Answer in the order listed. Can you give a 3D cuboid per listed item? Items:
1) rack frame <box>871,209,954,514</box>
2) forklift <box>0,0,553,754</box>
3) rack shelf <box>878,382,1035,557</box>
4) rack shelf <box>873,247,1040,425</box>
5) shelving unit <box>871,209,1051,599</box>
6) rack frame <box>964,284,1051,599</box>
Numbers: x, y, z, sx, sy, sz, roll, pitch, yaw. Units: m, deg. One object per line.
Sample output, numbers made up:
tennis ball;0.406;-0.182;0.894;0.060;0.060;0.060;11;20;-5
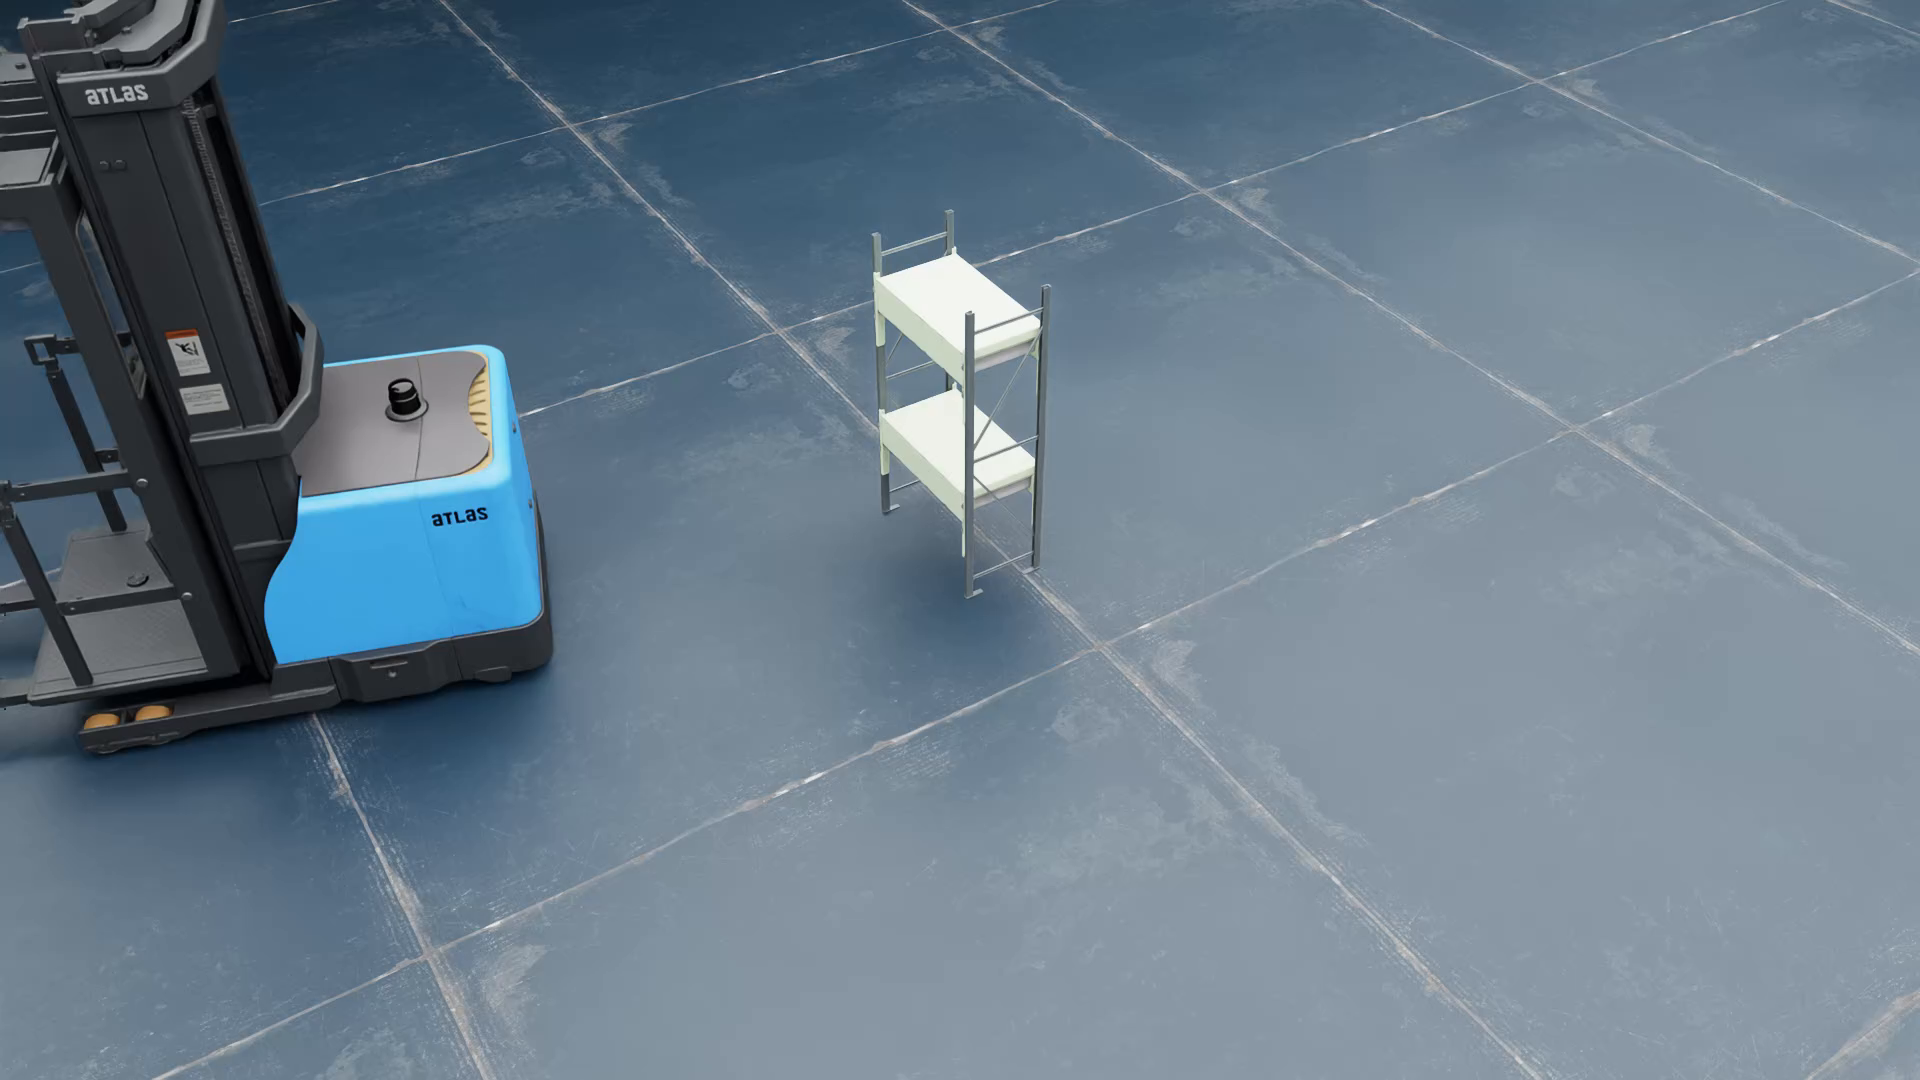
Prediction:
rack frame;-0.200;-0.777;7.572;0.400;1.500;0.023;-22;45;-24
forklift;-3.317;-0.633;6.280;3.031;2.935;1.130;-9;41;-11
rack shelf;-0.004;-0.329;7.543;0.431;0.370;0.720;-22;45;-24
rack shelf;-0.004;-0.880;7.085;0.431;0.370;0.720;-22;45;-24
shelving unit;-0.004;-0.580;7.335;0.431;1.500;0.755;-22;45;-24
rack frame;0.193;-0.382;7.098;0.400;1.500;0.023;-22;45;-24
